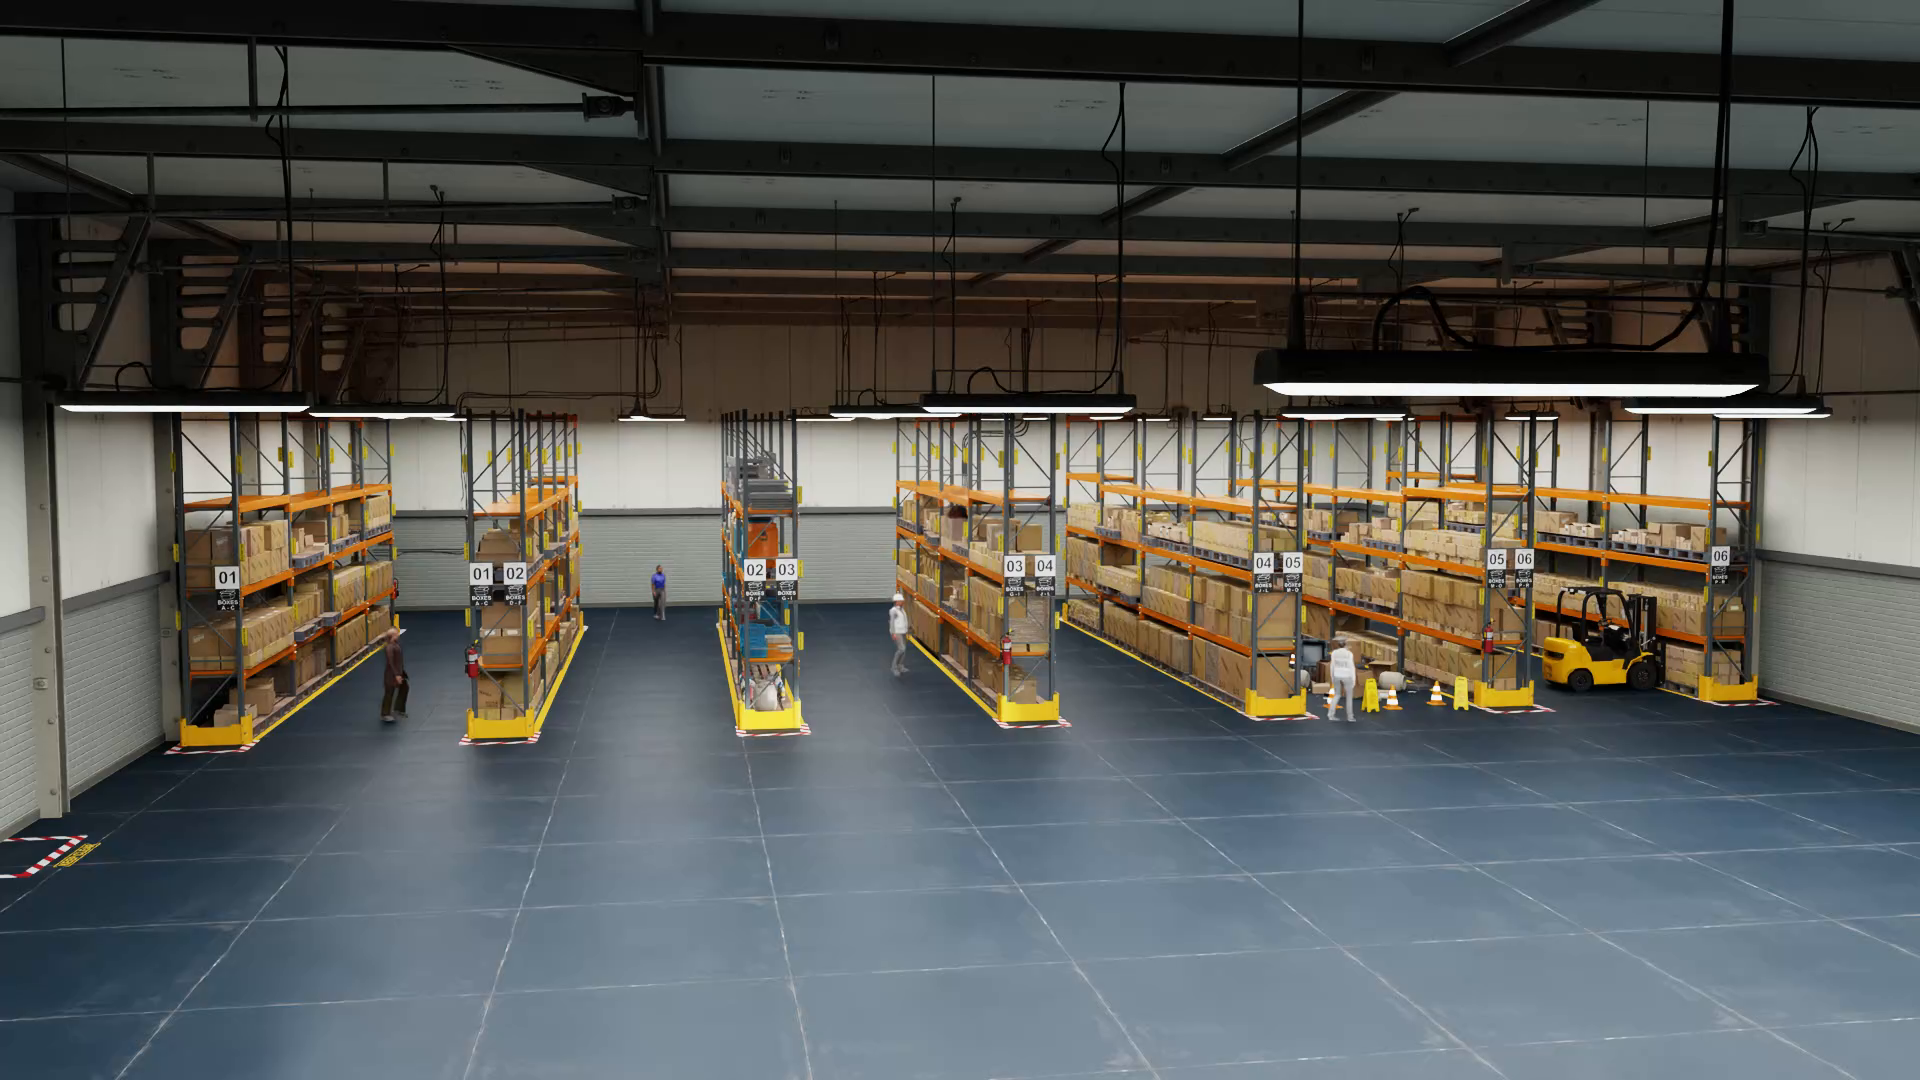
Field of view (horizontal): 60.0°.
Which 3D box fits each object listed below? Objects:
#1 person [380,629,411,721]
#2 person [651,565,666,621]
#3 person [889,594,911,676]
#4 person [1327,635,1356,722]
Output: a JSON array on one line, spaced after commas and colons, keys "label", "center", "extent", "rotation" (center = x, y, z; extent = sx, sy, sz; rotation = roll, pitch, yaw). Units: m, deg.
[{"label": "person", "center": [-10.929, 2.710, 32.188], "extent": [0.519, 1.616, 0.710], "rotation": [0, 4, 2]}, {"label": "person", "center": [-8.767, 1.541, 48.361], "extent": [0.420, 1.597, 0.996], "rotation": [-1, 4, -15]}, {"label": "person", "center": [-1.348, 2.128, 37.548], "extent": [0.410, 1.830, 0.572], "rotation": [2, 4, 23]}, {"label": "person", "center": [7.385, 2.671, 31.959], "extent": [0.520, 1.687, 0.539], "rotation": [3, 5, 37]}]
